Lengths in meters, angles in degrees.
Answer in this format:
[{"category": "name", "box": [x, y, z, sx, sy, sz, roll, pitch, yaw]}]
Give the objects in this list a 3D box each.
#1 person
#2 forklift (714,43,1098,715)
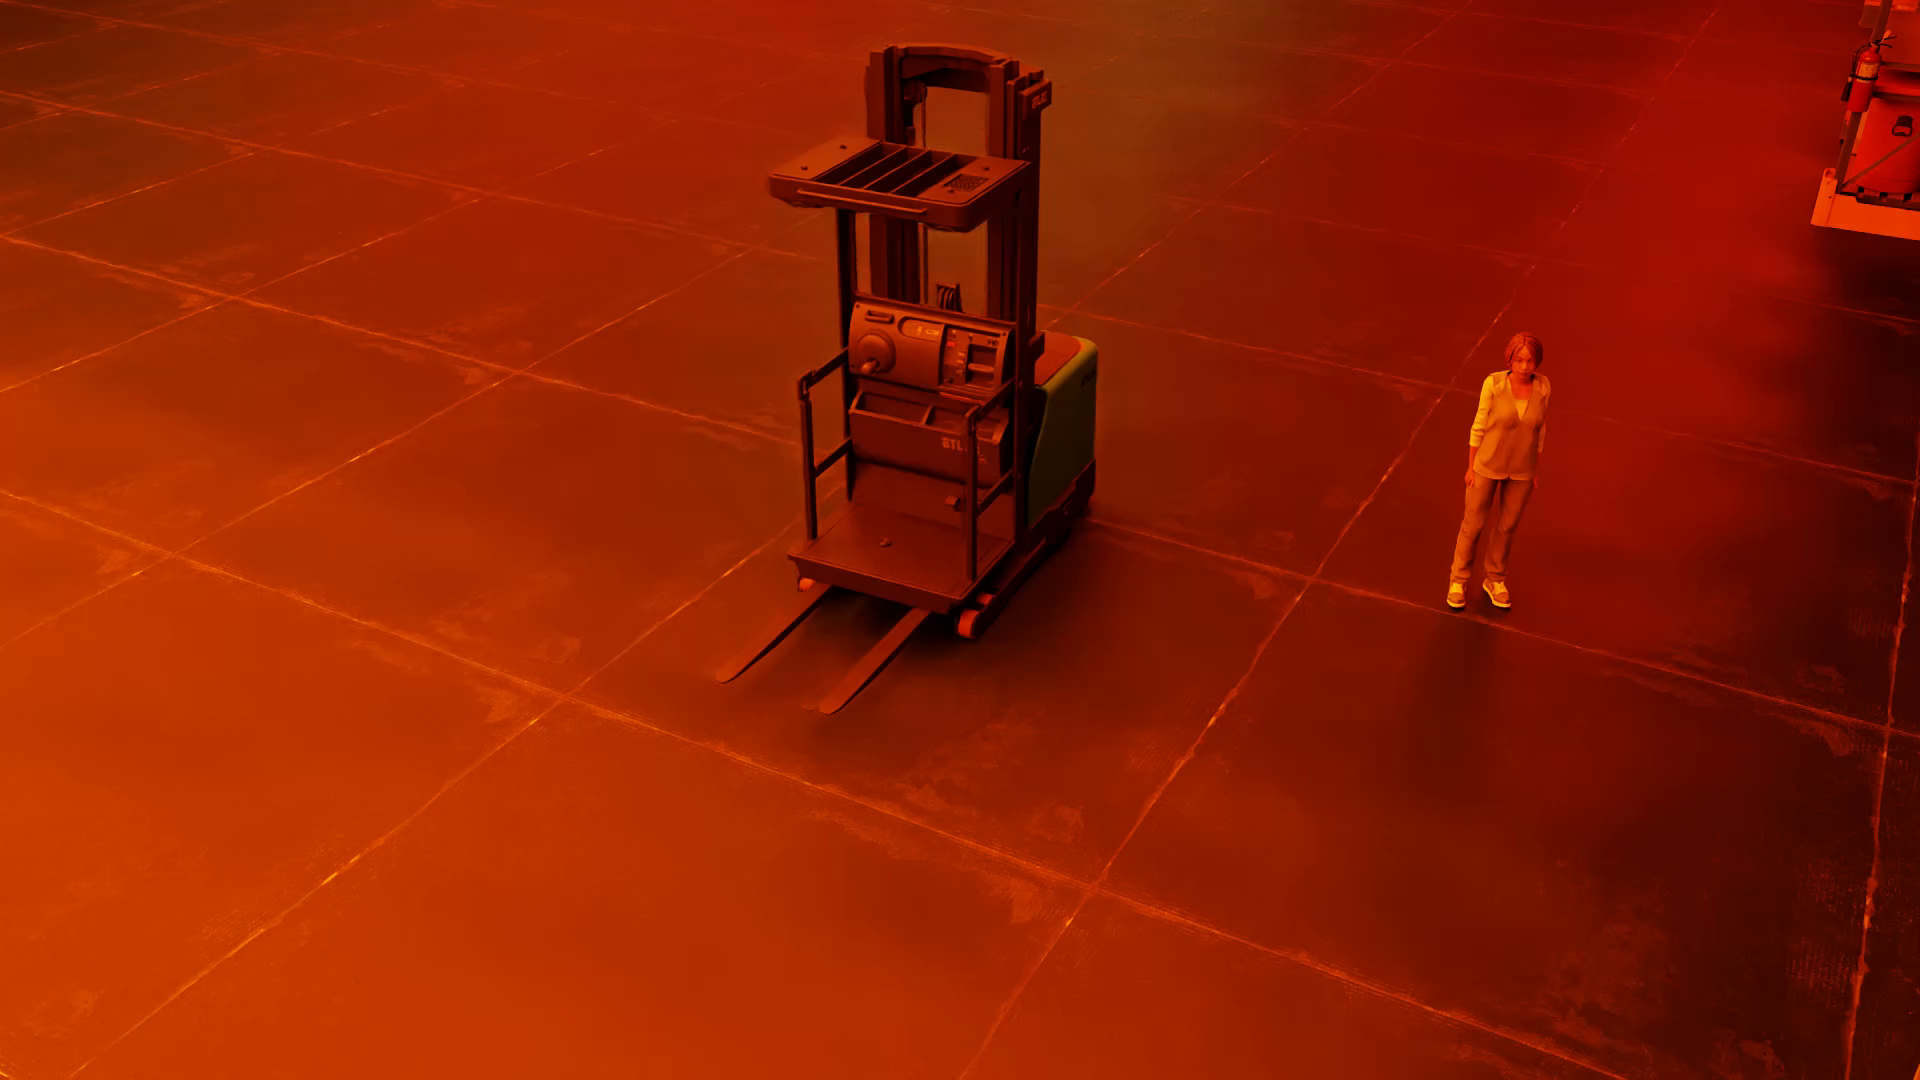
[{"category": "person", "box": [2.954, -0.371, 9.046, 0.407, 1.604, 0.314, 1, 30, 2]}, {"category": "forklift", "box": [-0.266, -0.979, 8.766, 1.130, 2.935, 3.031, 14, 33, 22]}]
